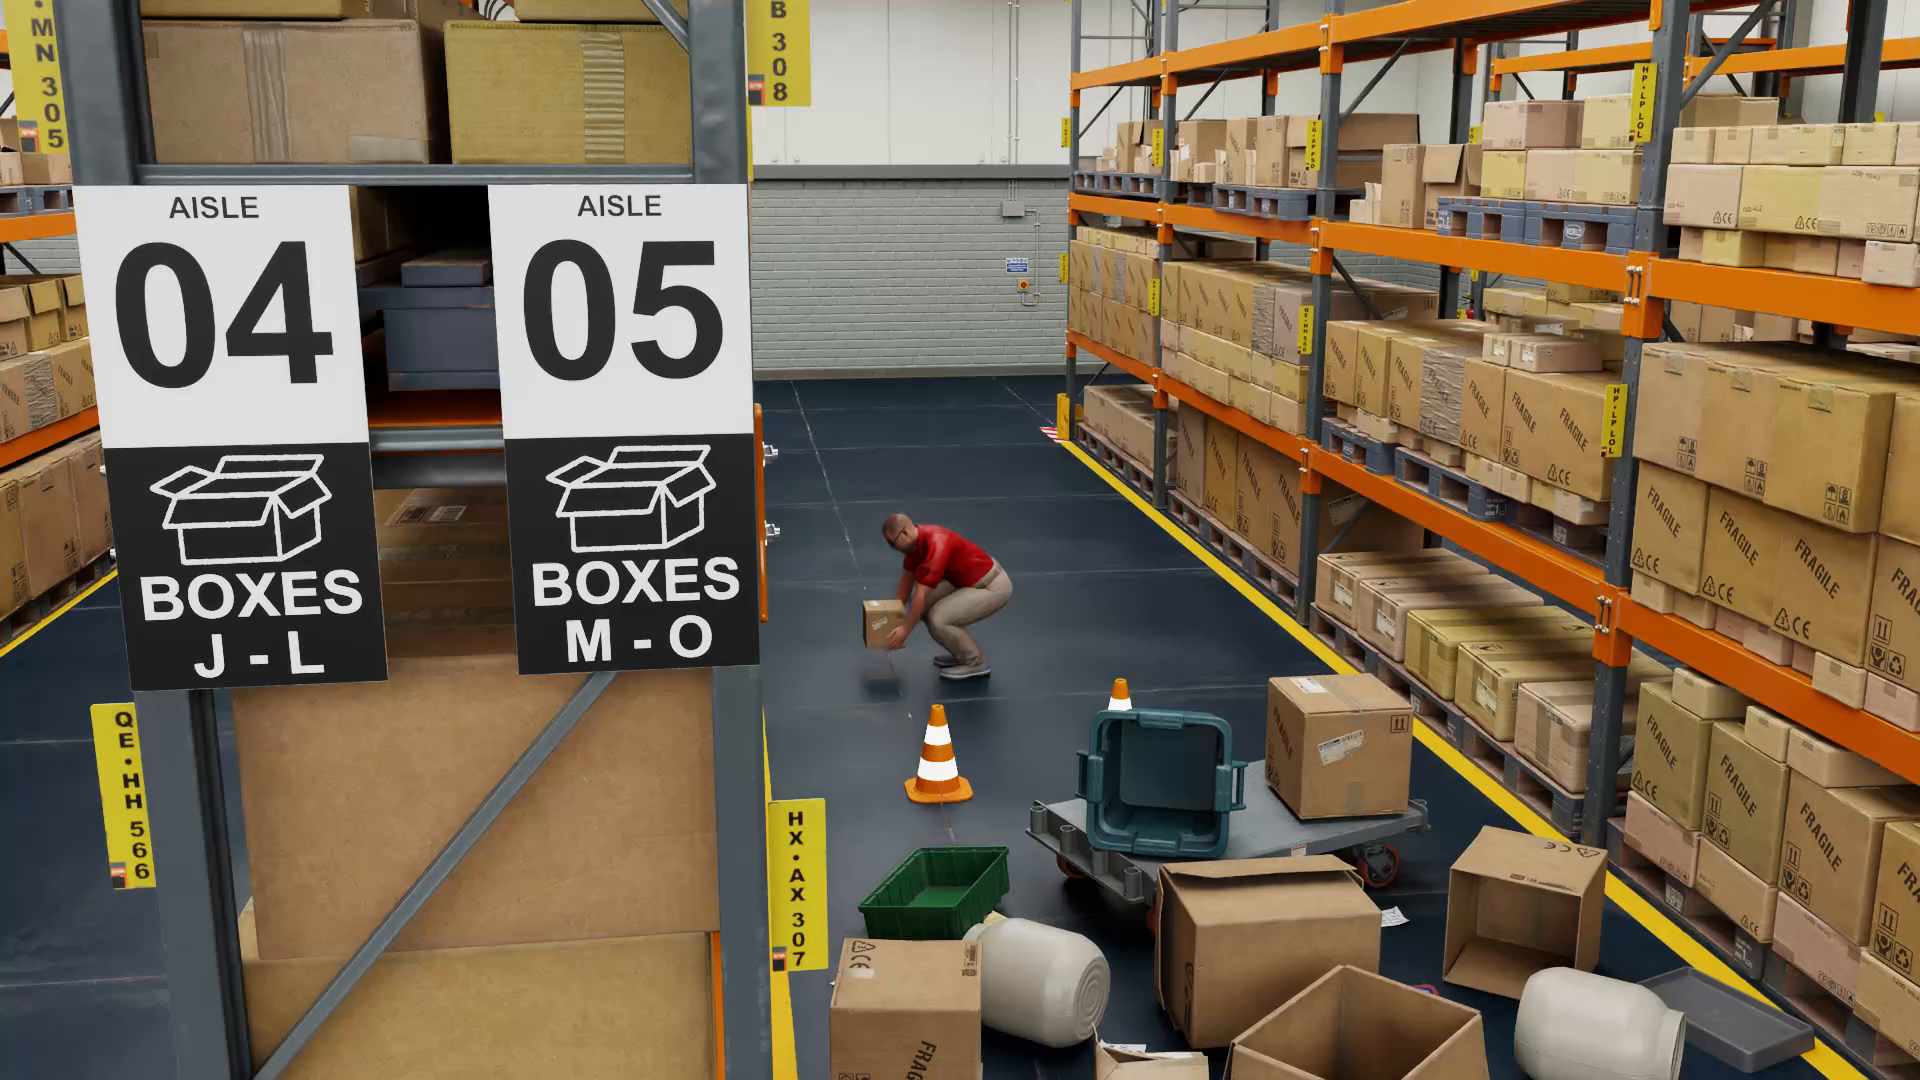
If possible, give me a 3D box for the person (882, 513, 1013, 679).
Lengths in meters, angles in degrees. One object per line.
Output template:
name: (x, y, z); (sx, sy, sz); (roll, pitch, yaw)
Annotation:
person: (-0.093, 0.334, 10.563); (0.857, 1.064, 0.573); (-2, 13, -8)
